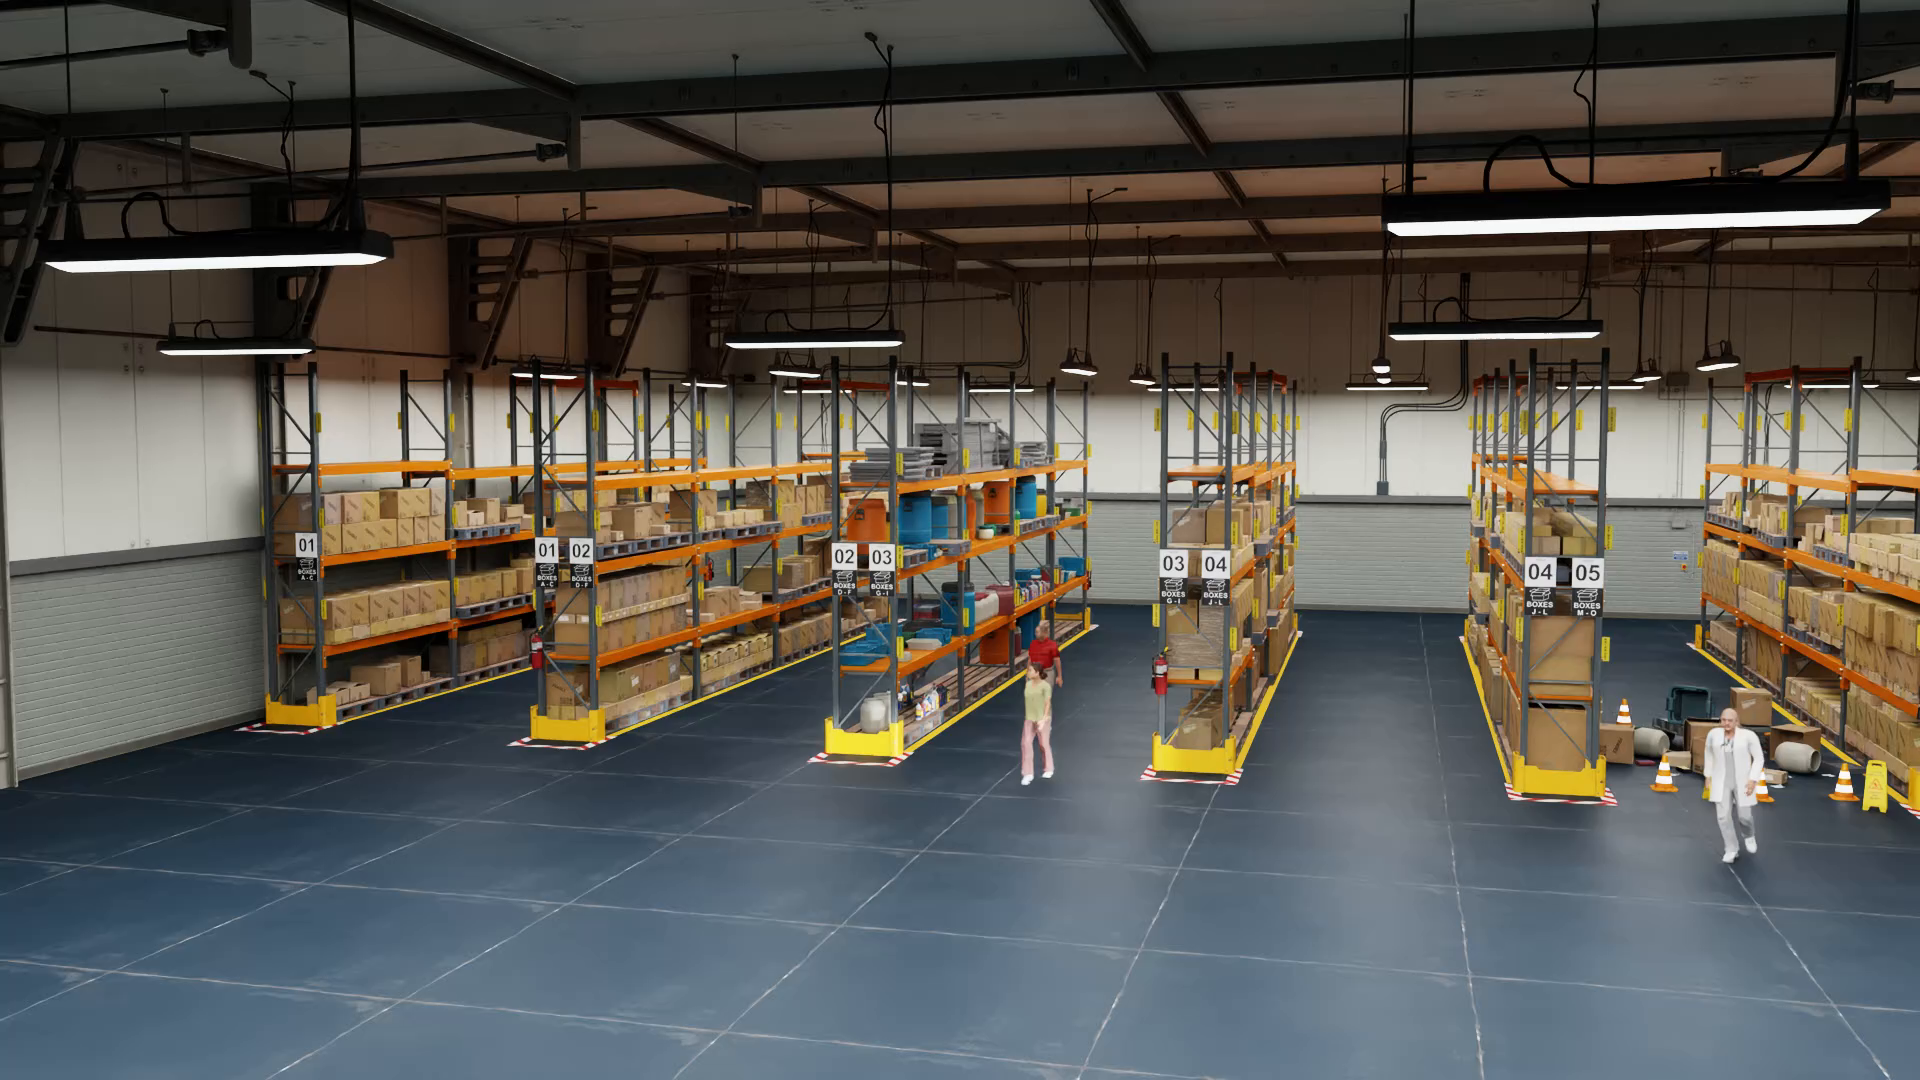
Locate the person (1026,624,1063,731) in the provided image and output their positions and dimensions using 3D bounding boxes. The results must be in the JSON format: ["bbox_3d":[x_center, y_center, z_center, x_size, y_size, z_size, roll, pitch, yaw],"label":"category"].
[{"bbox_3d":[1.308,2.245,27.013,0.649,1.732,0.661,3,5,41],"label":"person"}]

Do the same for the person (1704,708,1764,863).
[{"bbox_3d":[8.923,2.786,19.164,0.641,1.757,0.750,3,5,34],"label":"person"}]

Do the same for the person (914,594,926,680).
[{"bbox_3d":[-0.830,1.914,32.578,0.379,1.725,0.493,2,4,26],"label":"person"}]

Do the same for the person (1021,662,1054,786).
[{"bbox_3d":[1.057,2.556,23.225,0.474,1.703,0.750,3,5,34],"label":"person"}]
